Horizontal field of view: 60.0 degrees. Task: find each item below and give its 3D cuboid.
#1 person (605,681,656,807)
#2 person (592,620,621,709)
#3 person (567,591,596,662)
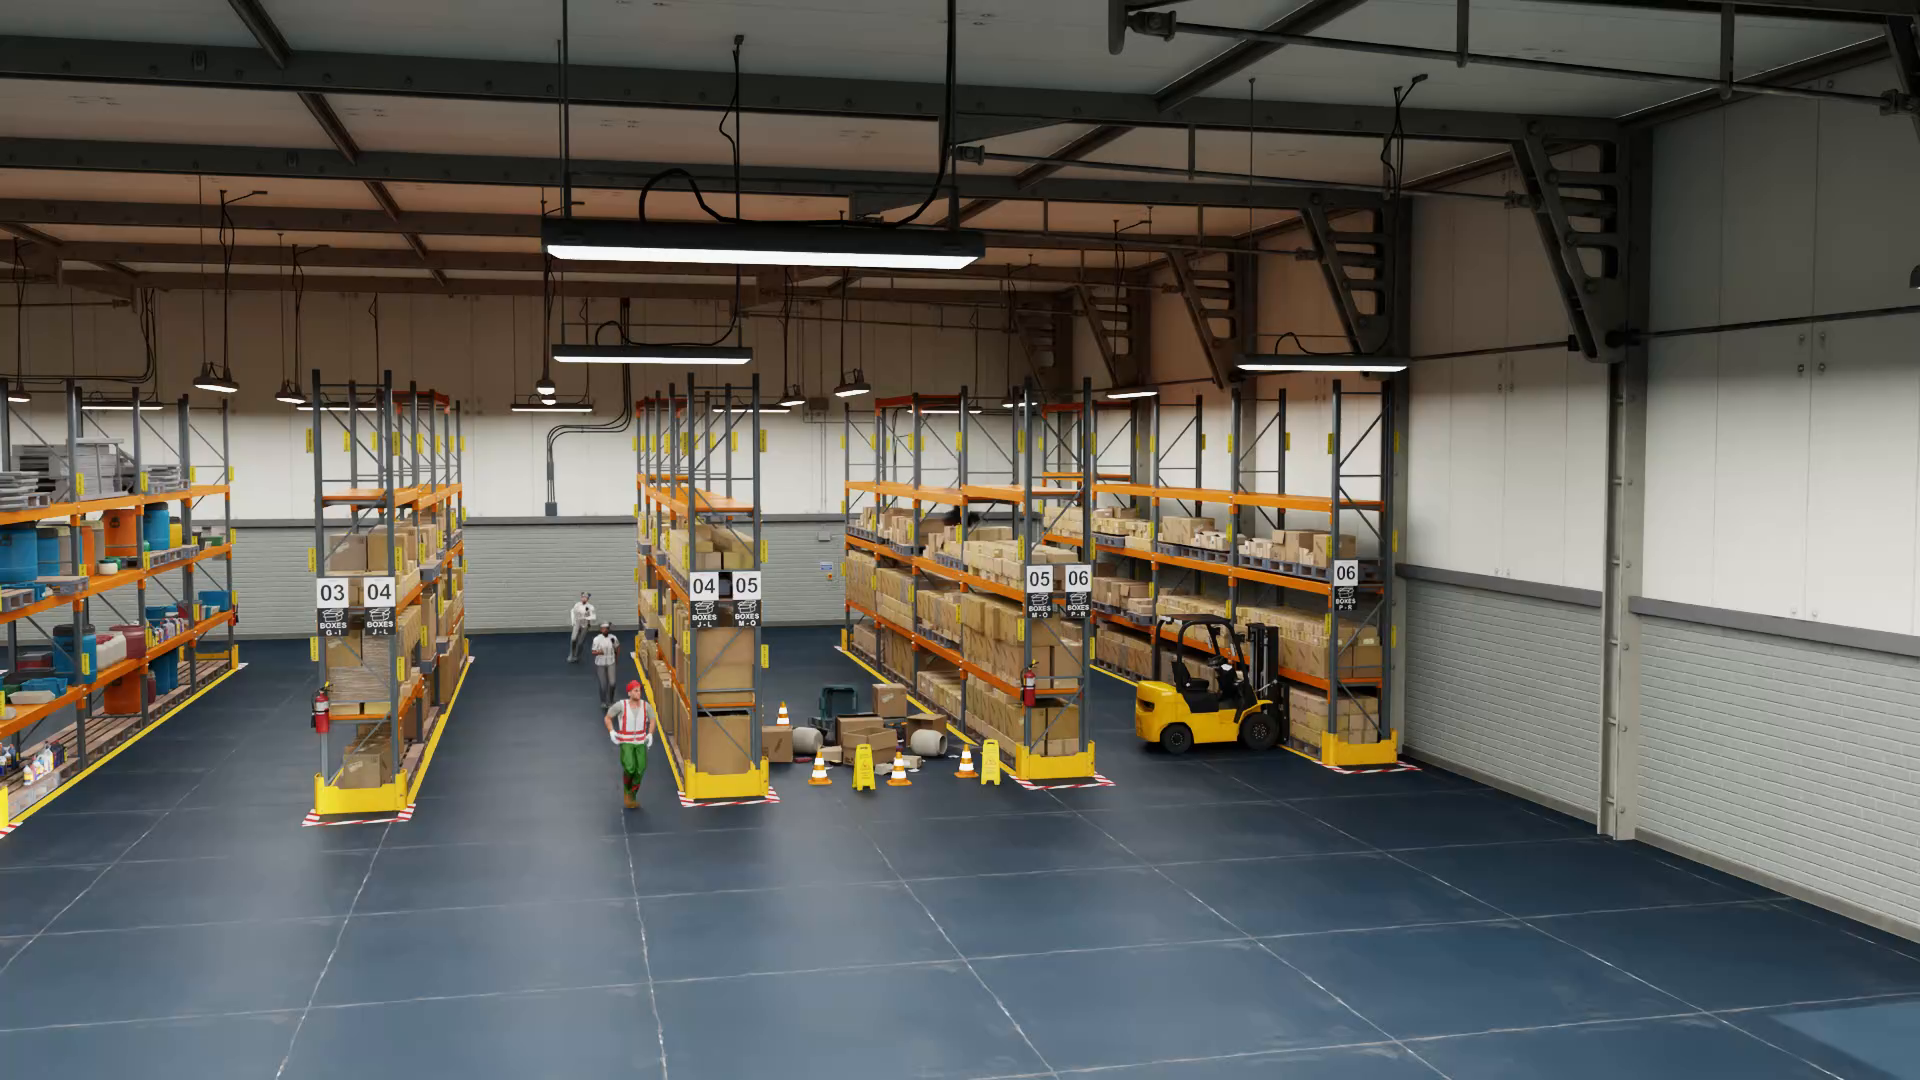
[{"bbox_3d":[-4.475,2.802,22.810,0.678,1.745,0.584,-2,4,-26],"label":"person"},{"bbox_3d":[-6.620,2.369,31.170,0.551,1.722,0.660,-1,3,-16],"label":"person"},{"bbox_3d":[-8.659,1.977,38.077,0.647,1.616,0.650,0,3,-3],"label":"person"}]
